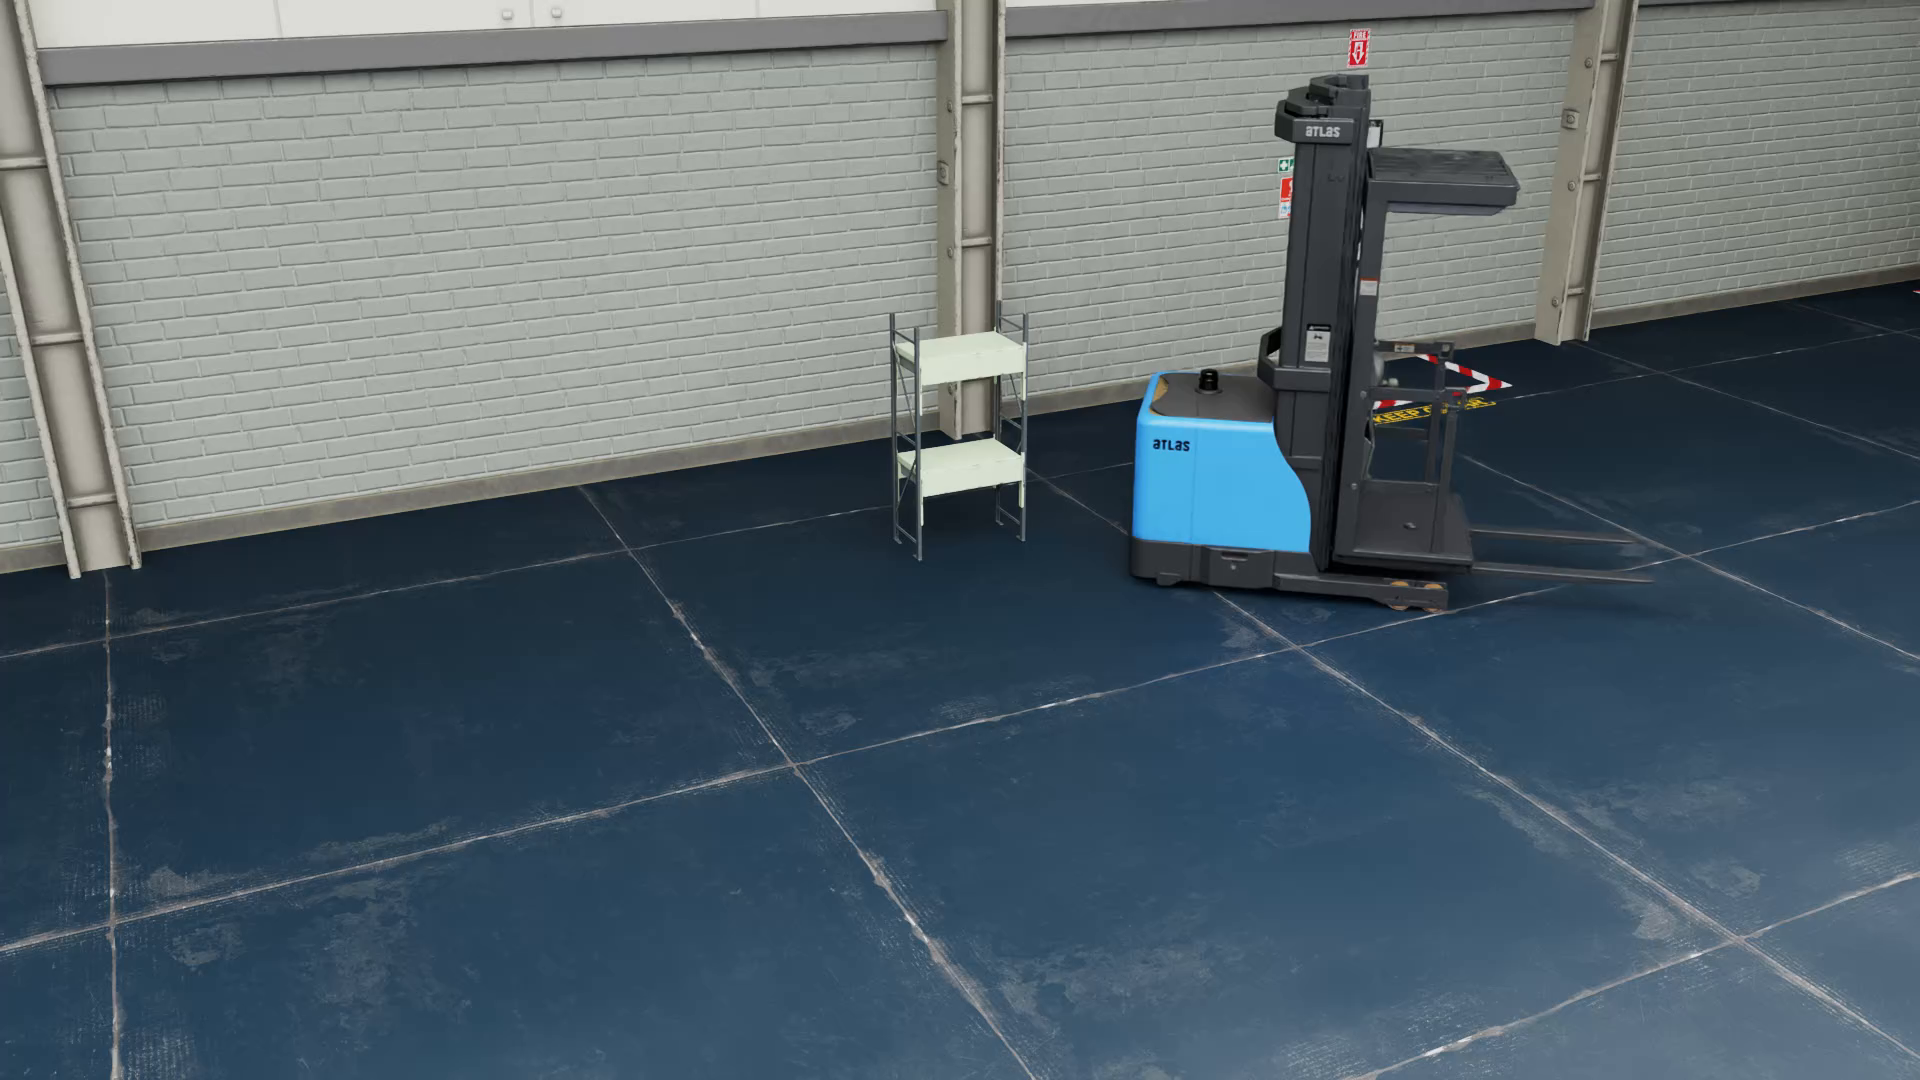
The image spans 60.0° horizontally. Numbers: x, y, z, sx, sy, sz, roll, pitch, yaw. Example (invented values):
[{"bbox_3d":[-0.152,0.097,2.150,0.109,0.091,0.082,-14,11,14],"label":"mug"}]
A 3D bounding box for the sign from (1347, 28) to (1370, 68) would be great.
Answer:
[{"bbox_3d":[3.188,-3.932,13.296,0.199,0.298,0.001,-10,25,-24],"label":"sign"}]

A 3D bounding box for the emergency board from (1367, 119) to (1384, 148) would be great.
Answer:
[{"bbox_3d":[3.238,-2.828,13.659,0.643,1.169,0.194,-10,25,-24],"label":"emergency board"}]

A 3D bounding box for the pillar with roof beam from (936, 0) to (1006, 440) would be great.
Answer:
[{"bbox_3d":[1.942,-3.517,7.482,0.400,9.000,9.100,-10,25,-24],"label":"pillar with roof beam"}]

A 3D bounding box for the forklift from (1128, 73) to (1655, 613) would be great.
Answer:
[{"bbox_3d":[2.593,-1.151,9.697,3.031,2.935,1.130,4,23,11],"label":"forklift"}]

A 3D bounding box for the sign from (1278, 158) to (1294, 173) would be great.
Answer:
[{"bbox_3d":[2.703,-3.031,13.410,0.331,0.109,0.001,-10,25,-24],"label":"sign"}]

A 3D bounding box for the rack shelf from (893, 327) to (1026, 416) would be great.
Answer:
[{"bbox_3d":[-0.006,-1.052,10.311,0.720,0.370,0.431,-10,25,-24],"label":"rack shelf"}]

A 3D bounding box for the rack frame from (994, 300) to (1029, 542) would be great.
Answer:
[{"bbox_3d":[0.324,-0.753,10.607,0.023,1.500,0.400,-10,25,-24],"label":"rack frame"}]

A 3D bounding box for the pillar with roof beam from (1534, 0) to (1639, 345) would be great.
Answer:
[{"bbox_3d":[7.349,-4.513,9.886,0.400,9.000,9.100,-10,25,-24],"label":"pillar with roof beam"}]

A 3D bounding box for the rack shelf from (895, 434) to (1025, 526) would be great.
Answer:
[{"bbox_3d":[-0.006,-0.391,10.585,0.720,0.370,0.431,-10,25,-24],"label":"rack shelf"}]

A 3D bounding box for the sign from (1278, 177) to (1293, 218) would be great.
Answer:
[{"bbox_3d":[2.695,-2.788,13.517,0.234,0.329,0.001,-10,25,-24],"label":"sign"}]

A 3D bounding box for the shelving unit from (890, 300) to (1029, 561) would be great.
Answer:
[{"bbox_3d":[-0.006,-0.692,10.460,0.755,1.500,0.431,-10,25,-24],"label":"shelving unit"}]

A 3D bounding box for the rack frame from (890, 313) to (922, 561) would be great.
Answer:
[{"bbox_3d":[-0.336,-0.631,10.314,0.023,1.500,0.400,-10,25,-24],"label":"rack frame"}]

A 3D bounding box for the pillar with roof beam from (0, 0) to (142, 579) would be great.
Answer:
[{"bbox_3d":[-3.464,-2.522,5.077,0.400,9.000,9.100,-10,25,-24],"label":"pillar with roof beam"}]
